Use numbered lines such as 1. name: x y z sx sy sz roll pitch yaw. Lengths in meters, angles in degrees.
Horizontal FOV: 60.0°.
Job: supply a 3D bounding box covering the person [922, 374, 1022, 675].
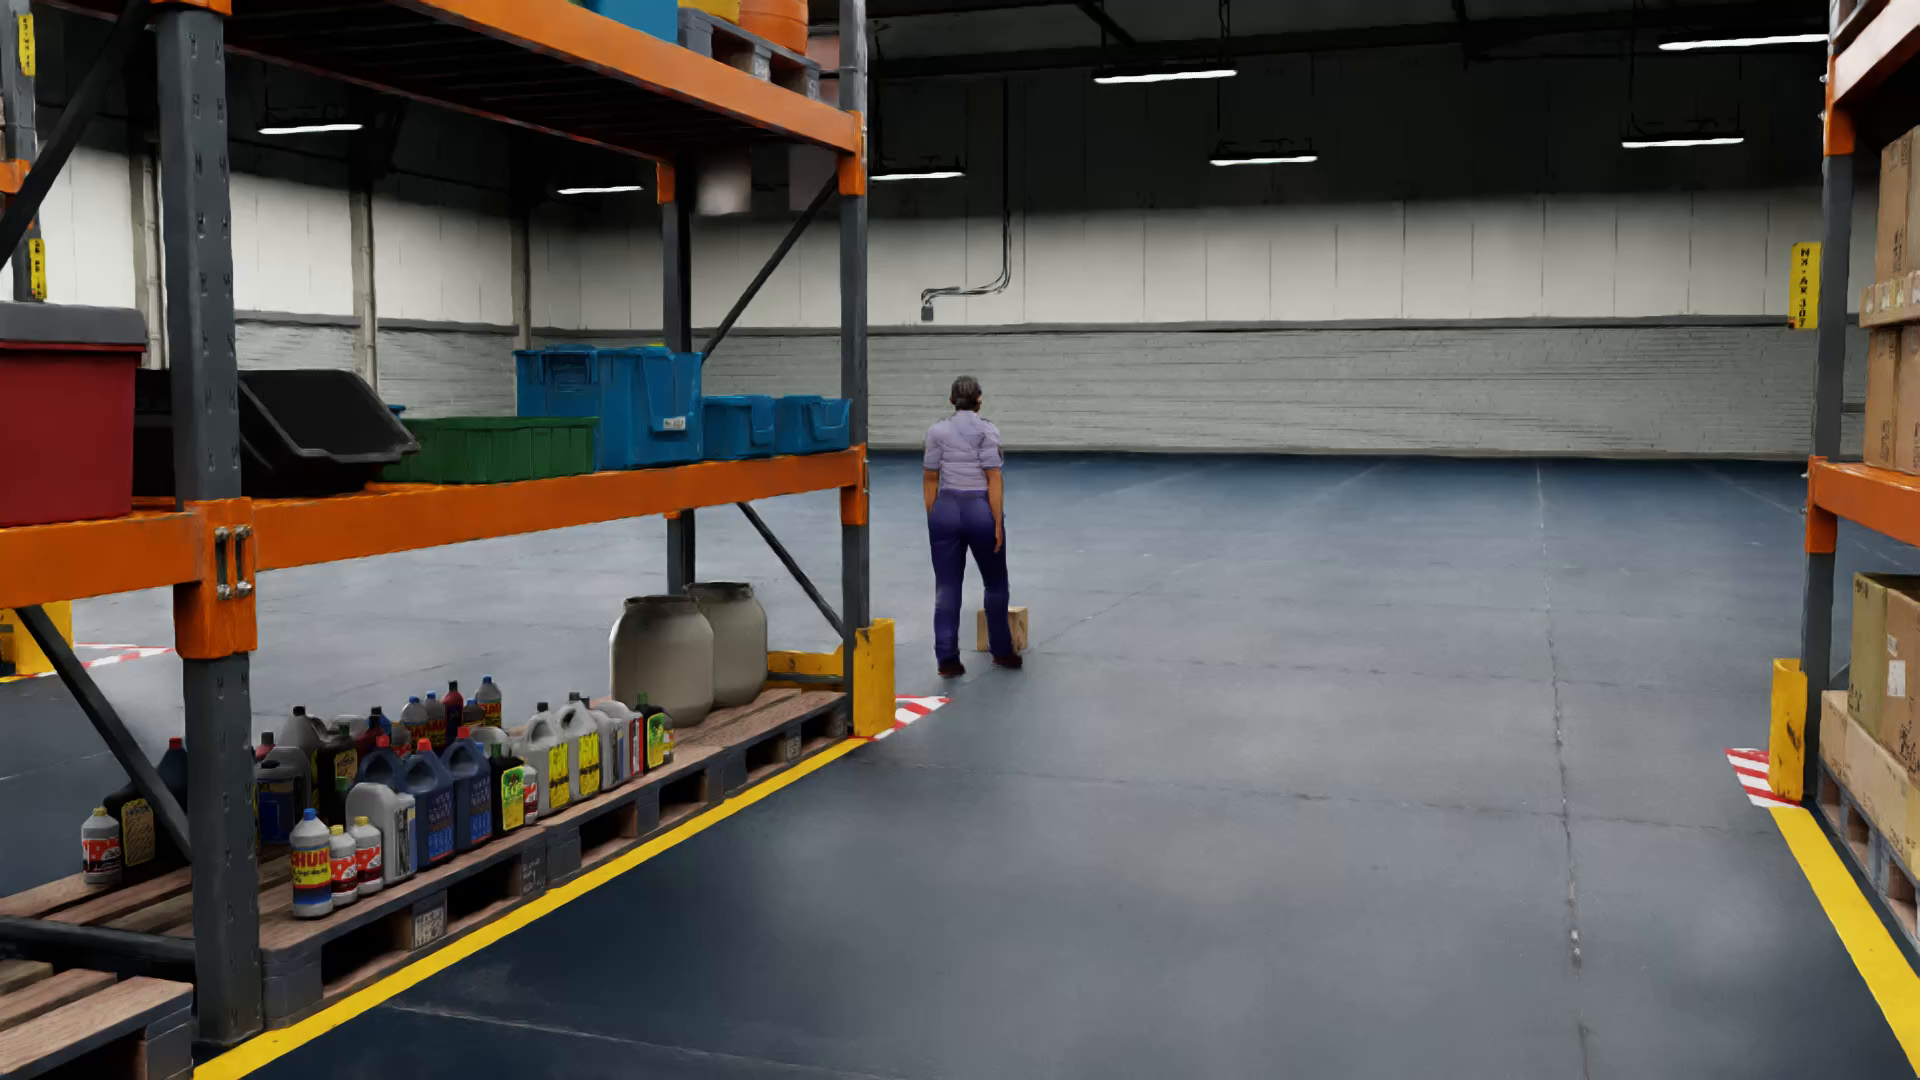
1. person: 0.049 -0.097 9.210 0.494 1.638 0.677 1 5 15
